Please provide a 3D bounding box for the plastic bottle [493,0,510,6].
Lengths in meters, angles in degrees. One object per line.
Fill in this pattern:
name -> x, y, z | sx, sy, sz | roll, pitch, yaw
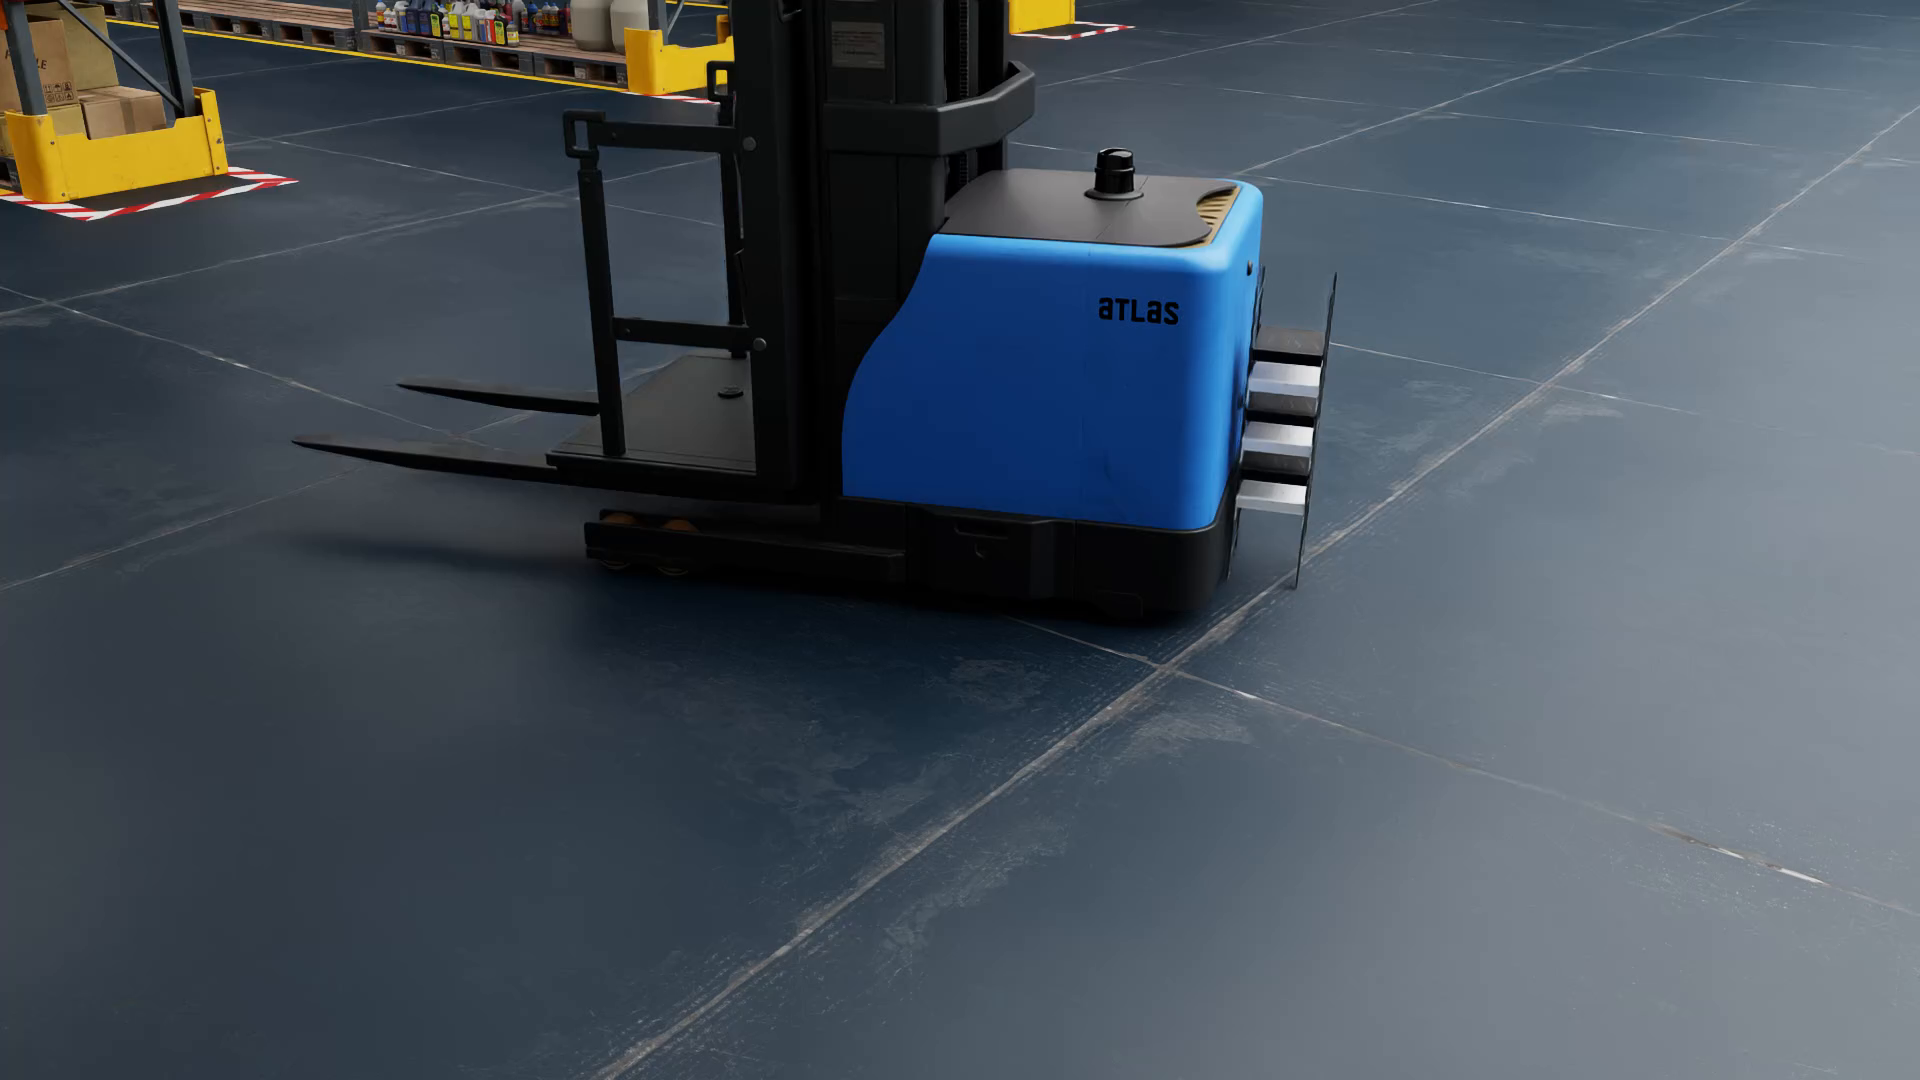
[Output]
plastic bottle -> -4.245, -4.931, 15.460 | 0.185, 0.351, 0.144 | 17, 29, 33

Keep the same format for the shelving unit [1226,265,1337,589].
shelving unit -> 0.938, -0.325, 4.864 | 0.210, 0.900, 0.258 | 7, 25, 13

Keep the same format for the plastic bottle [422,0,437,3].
plastic bottle -> -4.861, -4.835, 15.244 | 0.185, 0.351, 0.144 | 17, 29, 33

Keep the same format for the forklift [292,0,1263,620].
forklift -> -0.639, -1.431, 4.862 | 3.031, 2.935, 1.130 | 6, 25, 14

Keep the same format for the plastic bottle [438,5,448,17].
plastic bottle -> -4.657, -4.683, 14.998 | 0.097, 0.271, 0.097 | 0, 24, 0

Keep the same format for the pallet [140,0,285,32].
pallet -> -7.949, -5.620, 17.744 | 1.213, 0.211, 1.003 | 17, 29, 33

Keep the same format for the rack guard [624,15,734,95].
rack guard -> -2.233, -4.021, 13.756 | 0.348, 0.500, 1.175 | 17, 29, 33

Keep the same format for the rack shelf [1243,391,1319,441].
rack shelf -> 0.939, -0.377, 4.841 | 0.200, 0.077, 0.258 | 7, 25, 13

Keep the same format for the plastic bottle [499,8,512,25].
plastic bottle -> -3.998, -4.527, 14.627 | 0.133, 0.283, 0.061 | 17, 29, 33

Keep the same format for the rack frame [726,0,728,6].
rack frame -> -2.374, -7.727, 19.067 | 0.127, 3.000, 1.000 | 17, 29, 33

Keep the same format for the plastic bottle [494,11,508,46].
plastic bottle -> -3.981, -4.445, 14.441 | 0.133, 0.283, 0.061 | 18, 29, 35

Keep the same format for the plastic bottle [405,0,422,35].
plastic bottle -> -4.948, -4.789, 15.138 | 0.185, 0.351, 0.144 | 18, 29, 35

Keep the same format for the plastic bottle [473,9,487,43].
plastic bottle -> -4.173, -4.523, 14.627 | 0.135, 0.276, 0.152 | 16, 28, 32

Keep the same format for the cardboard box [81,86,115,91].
cardboard box -> -5.816, -2.819, 10.818 | 0.500, 0.250, 0.500 | 17, 29, 33

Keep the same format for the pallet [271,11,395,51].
pallet -> -5.997, -5.030, 16.405 | 1.213, 0.211, 1.003 | 17, 29, 33

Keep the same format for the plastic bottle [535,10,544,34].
plastic bottle -> -3.842, -4.752, 15.241 | 0.097, 0.201, 0.097 | 0, 24, 0

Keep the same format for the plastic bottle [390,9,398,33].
plastic bottle -> -5.190, -4.782, 15.308 | 0.097, 0.201, 0.097 | 0, 24, 0

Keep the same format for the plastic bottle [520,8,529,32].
plastic bottle -> -4.006, -4.802, 15.354 | 0.097, 0.201, 0.097 | 0, 24, 0

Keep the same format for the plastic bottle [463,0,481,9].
plastic bottle -> -4.572, -4.921, 15.530 | 0.135, 0.276, 0.152 | 17, 29, 33

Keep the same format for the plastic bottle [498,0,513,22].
plastic bottle -> -4.180, -4.825, 15.304 | 0.133, 0.283, 0.061 | 17, 29, 33

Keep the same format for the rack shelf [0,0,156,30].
rack shelf -> -6.718, -3.719, 10.862 | 4.000, 0.370, 1.077 | 17, 29, 33

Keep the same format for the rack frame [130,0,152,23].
rack frame -> -8.546, -7.096, 17.635 | 0.127, 3.000, 1.000 | 17, 29, 33

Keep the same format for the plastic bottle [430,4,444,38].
plastic bottle -> -4.690, -4.659, 14.927 | 0.133, 0.283, 0.061 | 18, 30, 36

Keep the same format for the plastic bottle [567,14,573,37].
plastic bottle -> -3.491, -4.646, 15.000 | 0.097, 0.201, 0.097 | 0, 24, 0

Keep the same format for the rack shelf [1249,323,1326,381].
rack shelf -> 0.944, -0.541, 4.767 | 0.200, 0.077, 0.258 | 7, 25, 13

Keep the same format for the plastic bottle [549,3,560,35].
plastic bottle -> -3.682, -4.736, 15.117 | 0.097, 0.271, 0.097 | 0, 24, 0

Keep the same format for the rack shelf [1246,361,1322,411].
rack shelf -> 0.942, -0.459, 4.804 | 0.200, 0.077, 0.258 | 7, 25, 13

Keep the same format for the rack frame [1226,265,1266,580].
rack frame -> 0.840, -0.338, 4.887 | 0.006, 0.900, 0.240 | 7, 25, 13

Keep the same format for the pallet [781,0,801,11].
pallet -> -1.816, -6.300, 19.286 | 1.213, 0.211, 1.003 | 17, 29, 33

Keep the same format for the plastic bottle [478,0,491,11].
plastic bottle -> -4.503, -5.009, 15.638 | 0.185, 0.351, 0.144 | 15, 28, 31

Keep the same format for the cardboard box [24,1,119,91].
cardboard box -> -5.815, -3.163, 10.668 | 0.500, 0.500, 0.500 | 17, 29, 33

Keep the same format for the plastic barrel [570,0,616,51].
plastic barrel -> -3.118, -4.471, 14.242 | 0.421, 0.512, 0.421 | 0, 24, 0

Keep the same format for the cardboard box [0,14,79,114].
cardboard box -> -5.725, -2.875, 10.014 | 0.500, 0.500, 0.500 | 17, 29, 33

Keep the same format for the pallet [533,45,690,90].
pallet -> -2.880, -4.087, 14.264 | 1.213, 0.211, 1.003 | 17, 29, 33

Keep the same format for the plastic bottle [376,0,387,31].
plastic bottle -> -5.353, -4.863, 15.405 | 0.097, 0.271, 0.097 | 0, 24, 0

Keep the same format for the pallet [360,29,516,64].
pallet -> -4.832, -4.677, 15.603 | 1.213, 0.211, 1.003 | 17, 29, 33

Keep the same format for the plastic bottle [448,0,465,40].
plastic bottle -> -4.457, -4.640, 14.802 | 0.185, 0.351, 0.144 | 17, 29, 33
